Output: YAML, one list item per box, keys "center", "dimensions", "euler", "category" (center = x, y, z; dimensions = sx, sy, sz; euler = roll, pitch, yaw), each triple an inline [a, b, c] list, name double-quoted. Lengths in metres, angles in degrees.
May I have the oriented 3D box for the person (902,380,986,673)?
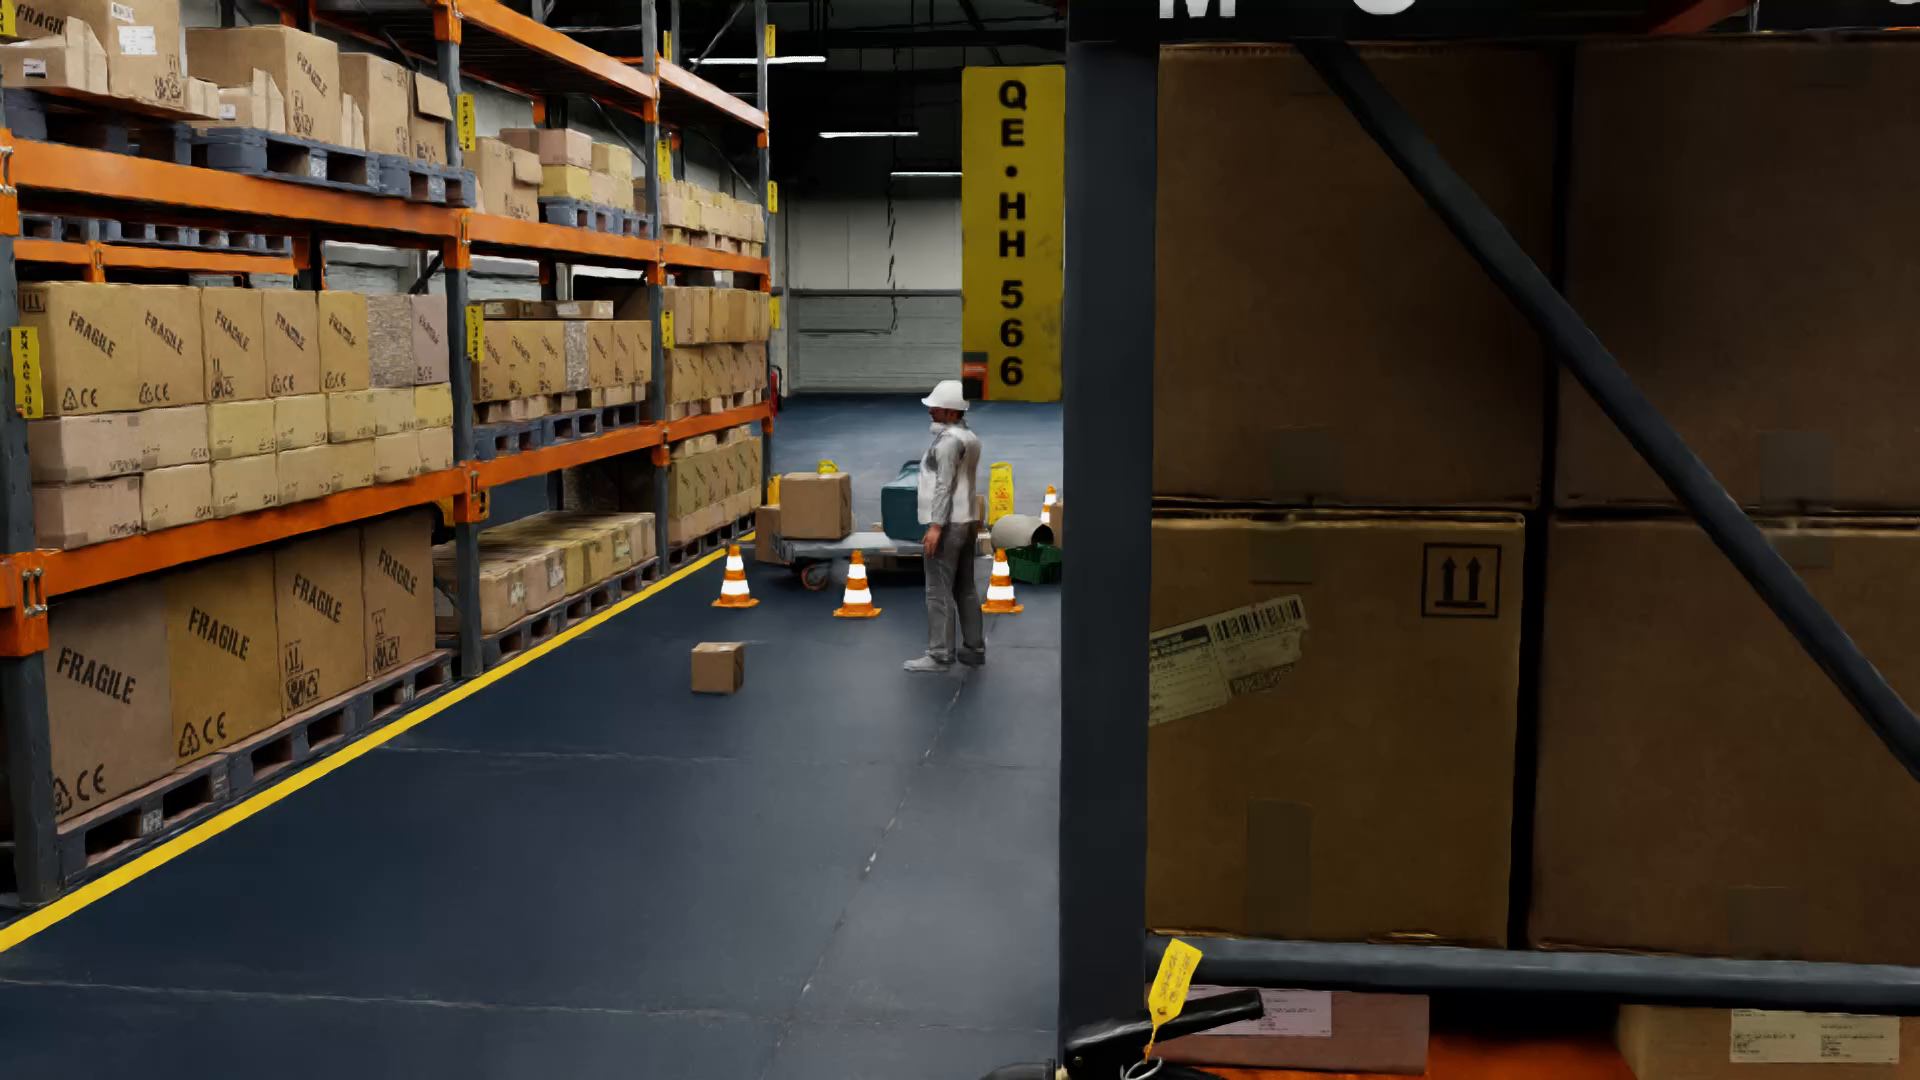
- center: [-0.075, -0.090, 10.172]
  dimensions: [0.412, 1.773, 0.659]
  euler: [3, 8, 18]
  category: "person"
